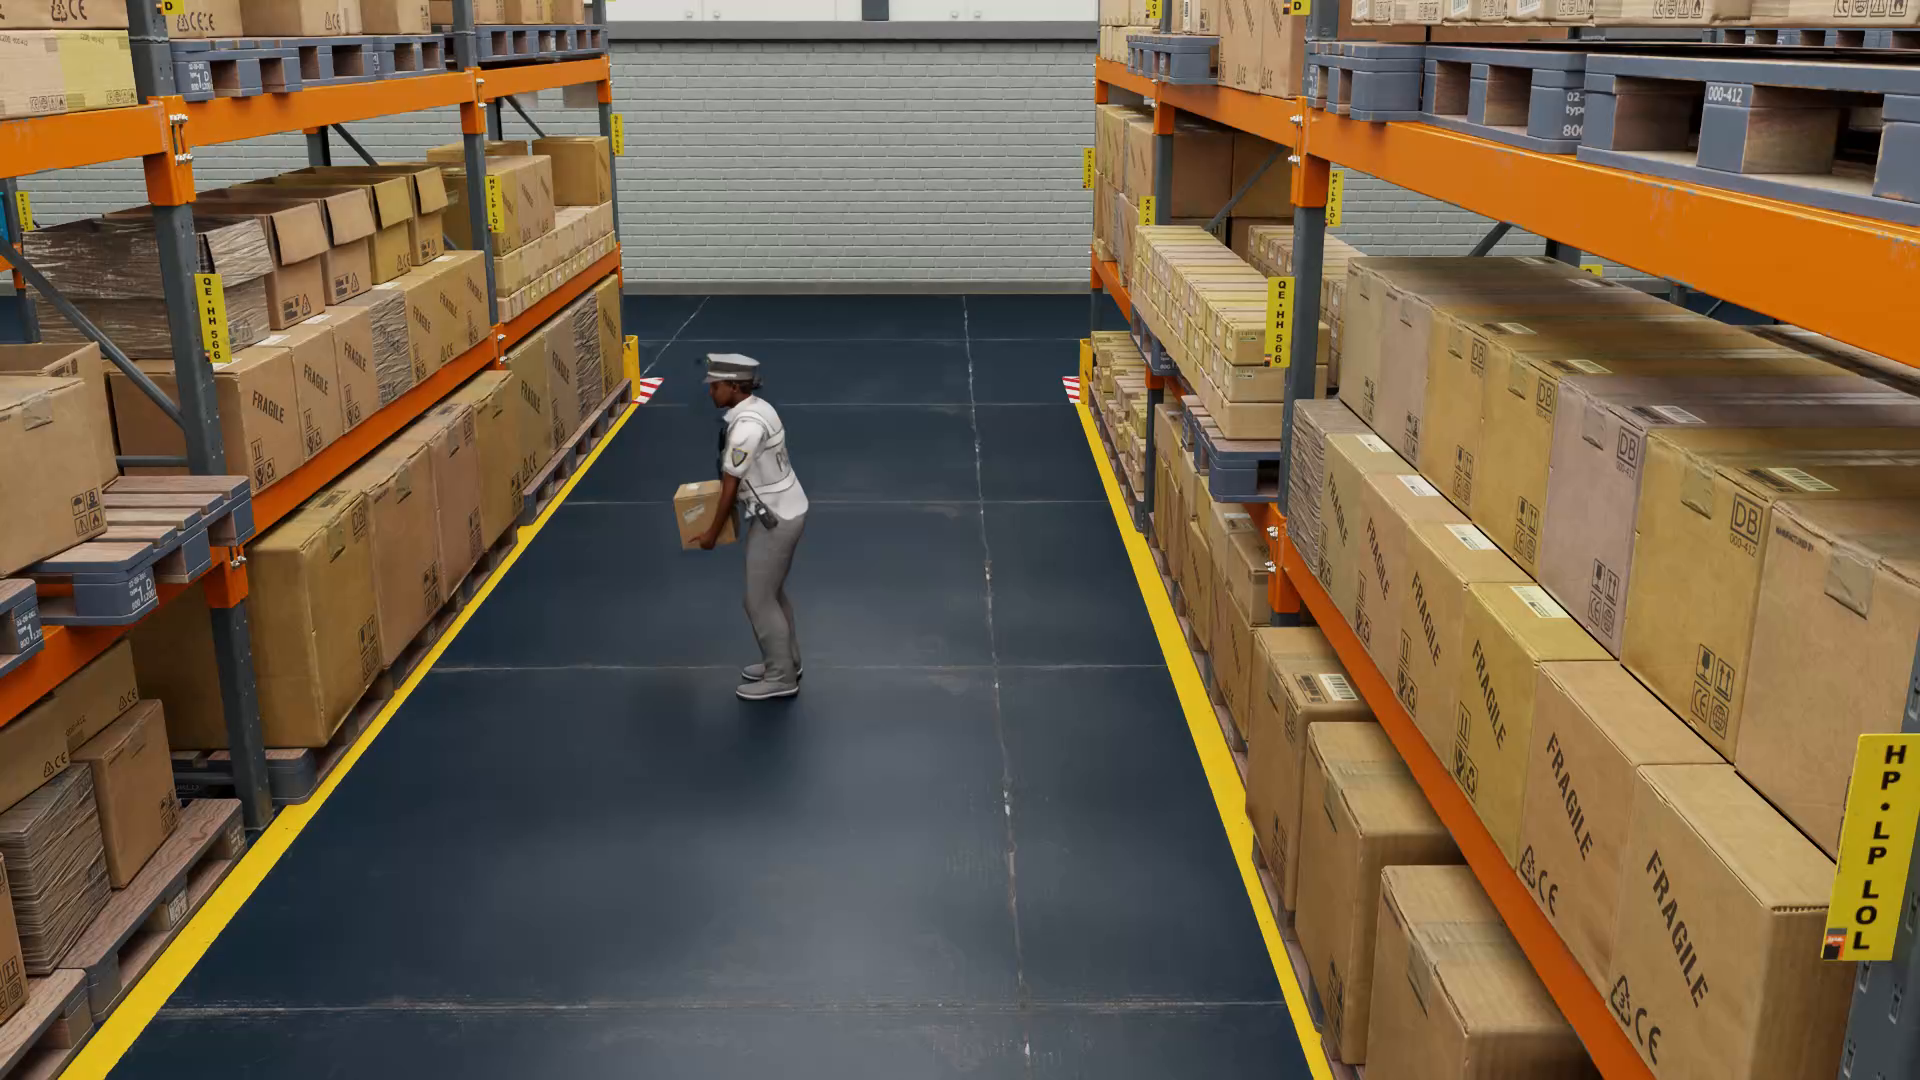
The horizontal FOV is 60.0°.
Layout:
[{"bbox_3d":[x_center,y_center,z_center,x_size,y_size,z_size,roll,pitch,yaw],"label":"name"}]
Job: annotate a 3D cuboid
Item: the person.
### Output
[{"bbox_3d":[-0.986,-0.069,7.816,0.552,1.645,0.415,-1,17,-2],"label":"person"}]
